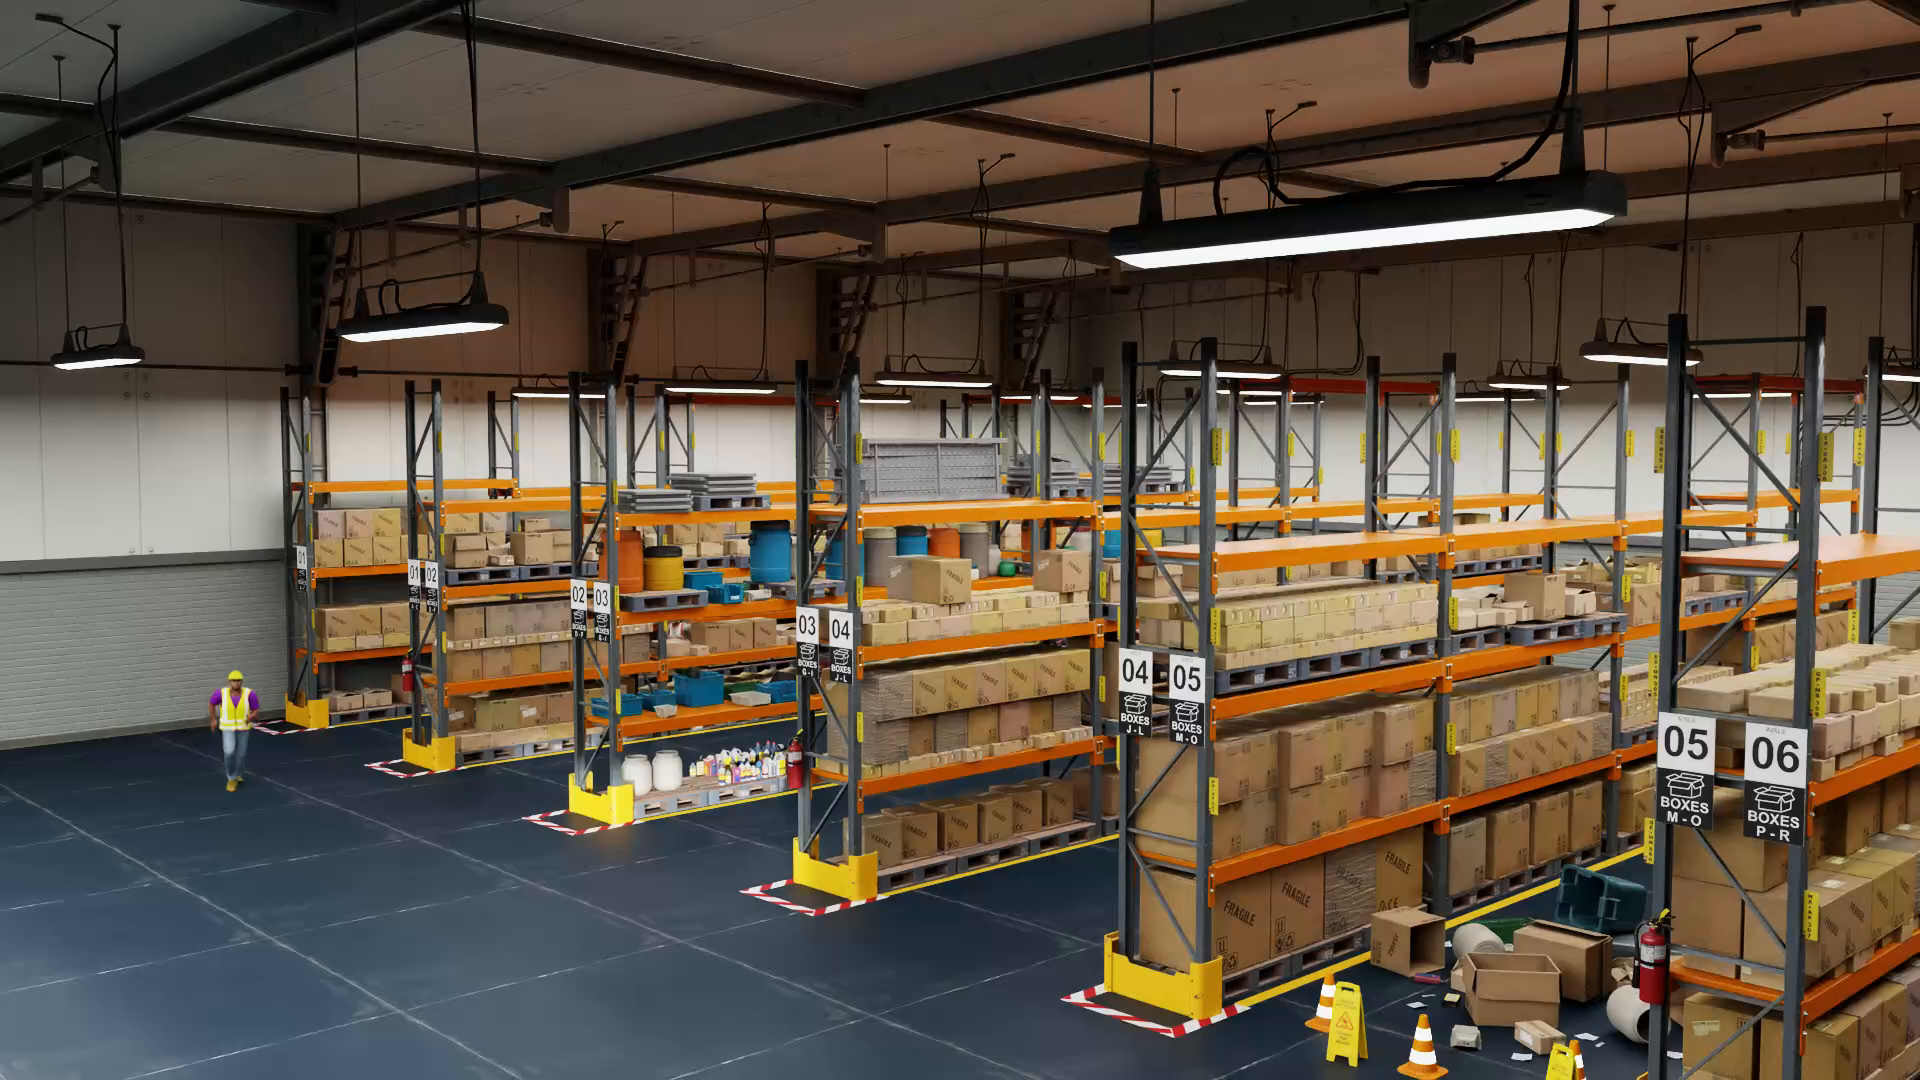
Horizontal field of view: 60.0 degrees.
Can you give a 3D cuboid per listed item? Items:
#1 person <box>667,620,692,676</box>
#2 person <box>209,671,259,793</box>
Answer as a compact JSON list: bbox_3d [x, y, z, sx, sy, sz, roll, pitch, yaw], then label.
[{"bbox_3d":[-5.463,2.255,32.487,0.616,1.833,0.765,1,4,17],"label":"person"},{"bbox_3d":[-10.511,2.764,24.122,0.644,1.774,0.834,-2,4,-29],"label":"person"}]
